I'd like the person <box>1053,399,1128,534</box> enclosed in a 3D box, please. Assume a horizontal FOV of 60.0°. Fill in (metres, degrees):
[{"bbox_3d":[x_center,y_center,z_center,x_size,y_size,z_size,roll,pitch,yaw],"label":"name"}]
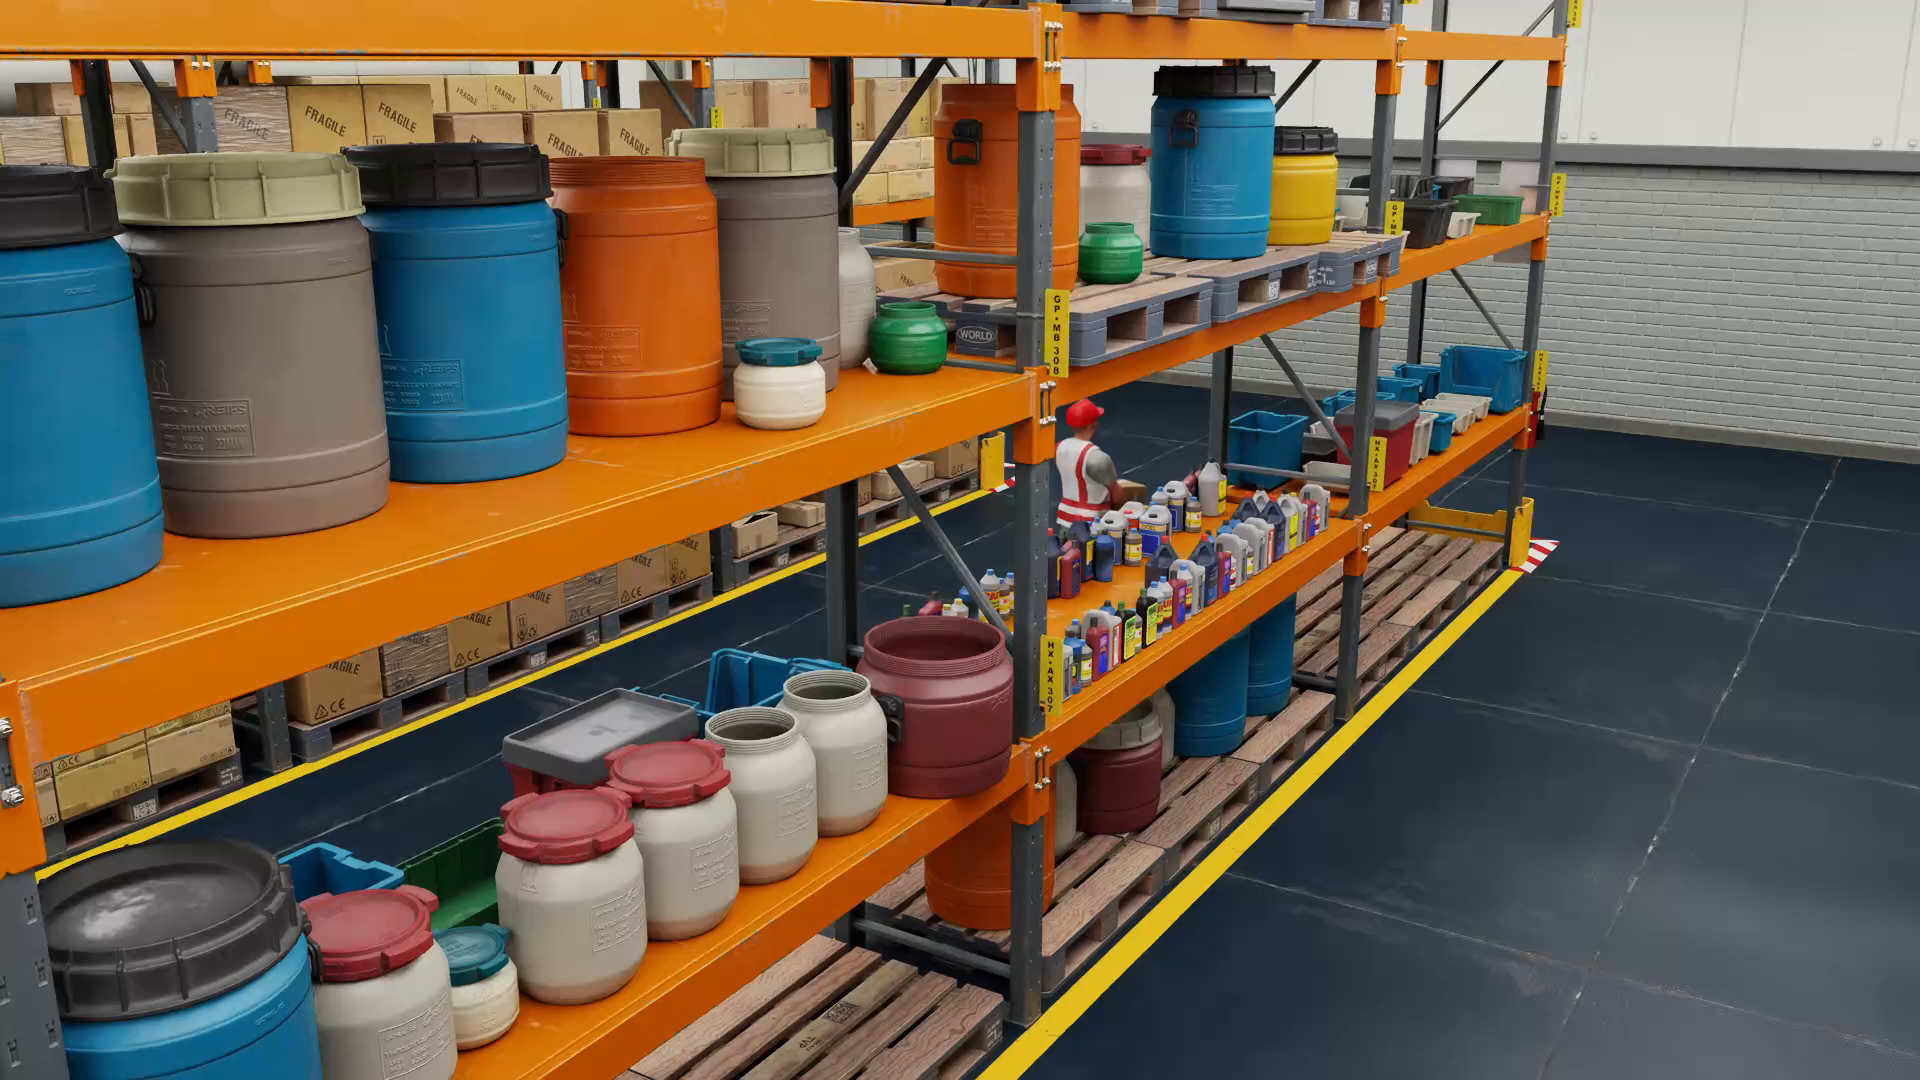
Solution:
[{"bbox_3d":[0.933,-0.094,11.316,0.550,1.786,0.495,-11,19,-33],"label":"person"}]
